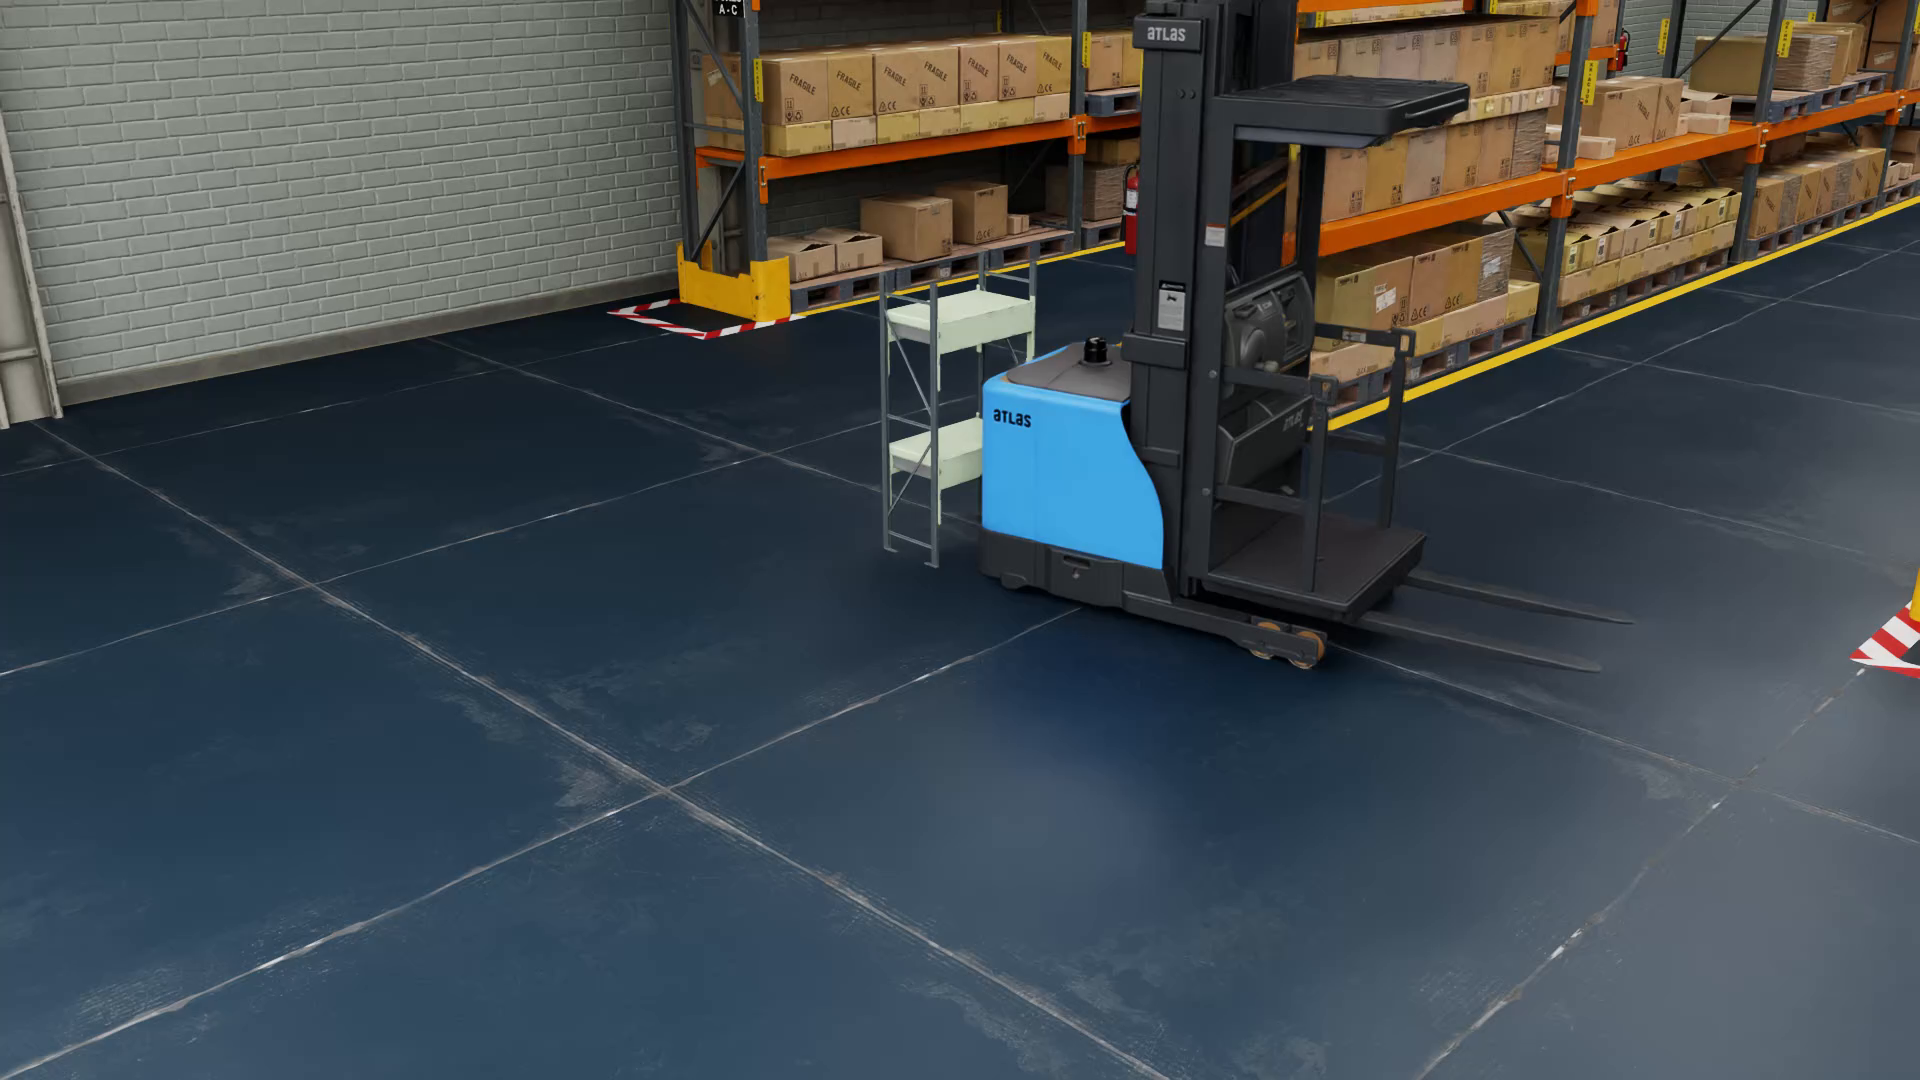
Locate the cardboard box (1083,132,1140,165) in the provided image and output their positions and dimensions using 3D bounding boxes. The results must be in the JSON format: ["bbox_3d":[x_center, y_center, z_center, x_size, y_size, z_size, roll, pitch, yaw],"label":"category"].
[{"bbox_3d":[1.612,-4.089,17.358,0.500,0.250,0.500,19,28,40],"label":"cardboard box"}]

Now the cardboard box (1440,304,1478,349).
[{"bbox_3d":[3.497,-1.635,12.394,0.500,0.250,0.500,19,28,41],"label":"cardboard box"}]

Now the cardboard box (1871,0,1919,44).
[{"bbox_3d":[10.469,-5.775,18.385,0.500,0.500,0.500,-19,28,-41],"label":"cardboard box"}]

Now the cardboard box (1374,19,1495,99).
[{"bbox_3d":[3.351,-3.432,11.876,0.700,0.500,0.500,19,28,41],"label":"cardboard box"}]

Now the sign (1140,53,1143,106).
[{"bbox_3d":[1.188,-2.917,10.538,0.100,0.325,0.005,19,28,41],"label":"sign"}]

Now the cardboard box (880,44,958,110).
[{"bbox_3d":[-0.368,-4.093,14.679,0.500,0.500,0.500,-19,28,-40],"label":"cardboard box"}]

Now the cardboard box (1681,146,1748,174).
[{"bbox_3d":[7.669,-3.886,16.829,0.500,0.250,0.500,-19,28,-40],"label":"cardboard box"}]

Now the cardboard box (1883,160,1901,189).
[{"bbox_3d":[10.386,-4.215,18.994,0.500,0.311,0.500,19,28,41],"label":"cardboard box"}]

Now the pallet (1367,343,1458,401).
[{"bbox_3d":[2.922,-1.344,12.276,1.003,0.211,1.213,19,28,41],"label":"pallet"}]

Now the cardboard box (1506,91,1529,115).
[{"bbox_3d":[3.967,-3.249,12.304,0.380,0.149,0.250,18,28,39],"label":"cardboard box"}]

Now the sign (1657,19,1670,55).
[{"bbox_3d":[6.753,-4.819,15.929,0.100,0.325,0.005,19,28,41],"label":"sign"}]

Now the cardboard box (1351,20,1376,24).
[{"bbox_3d":[4.491,-5.809,19.426,0.500,0.500,0.500,-19,28,-40],"label":"cardboard box"}]

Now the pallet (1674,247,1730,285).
[{"bbox_3d":[6.546,-2.679,15.751,1.003,0.211,1.213,19,28,41],"label":"pallet"}]

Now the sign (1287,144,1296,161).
[{"bbox_3d":[1.961,-2.427,9.890,0.100,0.325,0.005,19,28,41],"label":"sign"}]

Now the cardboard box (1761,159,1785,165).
[{"bbox_3d":[8.355,-3.790,17.624,0.500,0.500,0.500,18,27,39],"label":"cardboard box"}]

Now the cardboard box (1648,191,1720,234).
[{"bbox_3d":[6.601,-3.025,15.230,0.500,0.311,0.500,19,28,40],"label":"cardboard box"}]

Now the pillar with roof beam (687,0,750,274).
[{"bbox_3d":[0.968,-5.484,10.800,9.100,9.000,0.400,19,28,41],"label":"pillar with roof beam"}]

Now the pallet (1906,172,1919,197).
[{"bbox_3d":[11.269,-4.400,20.230,1.003,0.211,1.213,19,28,41],"label":"pallet"}]

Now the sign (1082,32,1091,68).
[{"bbox_3d":[1.200,-4.663,15.820,0.100,0.325,0.005,19,28,41],"label":"sign"}]

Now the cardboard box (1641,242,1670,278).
[{"bbox_3d":[5.889,-2.504,14.656,0.500,0.250,0.500,-20,28,-41],"label":"cardboard box"}]

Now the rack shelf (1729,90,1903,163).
[{"bbox_3d":[8.543,-4.361,17.242,1.077,0.370,4.000,19,28,41],"label":"rack shelf"}]

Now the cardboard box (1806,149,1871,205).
[{"bbox_3d":[9.449,-3.926,17.978,0.500,0.500,0.500,19,28,41],"label":"cardboard box"}]

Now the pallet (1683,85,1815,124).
[{"bbox_3d":[7.571,-4.285,16.309,1.213,0.211,1.003,19,28,41],"label":"pallet"}]

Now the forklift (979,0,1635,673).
[{"bbox_3d":[1.608,-1.001,7.594,3.031,2.935,1.130,13,25,31],"label":"forklift"}]

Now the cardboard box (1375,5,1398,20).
[{"bbox_3d":[4.818,-6.286,19.622,0.500,0.250,0.500,20,28,41],"label":"cardboard box"}]

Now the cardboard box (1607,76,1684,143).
[{"bbox_3d":[5.989,-3.794,14.625,0.500,0.500,0.500,17,27,38],"label":"cardboard box"}]

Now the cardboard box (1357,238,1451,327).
[{"bbox_3d":[3.149,-1.856,11.924,0.500,0.500,0.500,19,28,41],"label":"cardboard box"}]

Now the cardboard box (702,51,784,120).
[{"bbox_3d":[-1.808,-3.829,13.991,0.500,0.500,0.500,19,28,40],"label":"cardboard box"}]

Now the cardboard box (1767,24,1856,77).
[{"bbox_3d":[9.013,-5.195,17.685,0.500,0.500,0.700,-15,26,-34],"label":"cardboard box"}]

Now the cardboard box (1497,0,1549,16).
[{"bbox_3d":[7.290,-6.911,22.457,0.980,0.700,0.700,18,28,39],"label":"cardboard box"}]

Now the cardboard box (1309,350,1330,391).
[{"bbox_3d":[2.101,-1.121,11.057,0.500,0.250,0.500,19,28,41],"label":"cardboard box"}]

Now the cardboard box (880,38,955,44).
[{"bbox_3d":[-0.387,-4.355,15.361,0.500,0.500,0.500,-19,28,-41],"label":"cardboard box"}]

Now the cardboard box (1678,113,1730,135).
[{"bbox_3d":[6.719,-3.765,15.039,0.380,0.149,0.250,19,28,41],"label":"cardboard box"}]

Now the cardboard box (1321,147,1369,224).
[{"bbox_3d":[2.265,-2.426,11.066,0.500,0.500,0.700,-19,28,-41],"label":"cardboard box"}]

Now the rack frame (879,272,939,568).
[{"bbox_3d":[-0.260,-0.604,8.556,0.400,1.500,0.023,19,28,41],"label":"rack frame"}]

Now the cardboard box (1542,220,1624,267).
[{"bbox_3d":[5.177,-2.500,13.863,0.500,0.311,0.500,19,28,40],"label":"cardboard box"}]

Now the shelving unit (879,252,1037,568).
[{"bbox_3d":[-0.005,-0.698,8.801,0.431,1.500,0.755,19,28,41],"label":"shelving unit"}]

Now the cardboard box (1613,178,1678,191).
[{"bbox_3d":[6.572,-3.296,15.934,0.500,0.311,0.500,-19,28,-40],"label":"cardboard box"}]

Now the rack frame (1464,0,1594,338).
[{"bbox_3d":[4.358,-3.154,13.100,1.000,3.000,0.127,19,28,41],"label":"rack frame"}]

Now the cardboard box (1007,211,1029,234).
[{"bbox_3d":[0.454,-3.131,16.376,0.380,0.166,0.250,15,26,34],"label":"cardboard box"}]

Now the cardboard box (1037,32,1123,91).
[{"bbox_3d":[1.185,-4.768,16.545,0.700,0.500,0.500,19,28,41],"label":"cardboard box"}]

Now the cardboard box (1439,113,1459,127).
[{"bbox_3d":[3.251,-2.985,11.617,0.250,0.149,0.380,-19,28,-40],"label":"cardboard box"}]

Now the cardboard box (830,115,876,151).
[{"bbox_3d":[-1.065,-3.487,14.148,0.500,0.250,0.500,18,28,39],"label":"cardboard box"}]

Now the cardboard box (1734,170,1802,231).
[{"bbox_3d":[8.032,-3.403,16.617,0.500,0.500,0.500,18,27,39],"label":"cardboard box"}]

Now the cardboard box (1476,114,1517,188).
[{"bbox_3d":[3.689,-2.948,12.425,0.700,0.500,0.500,19,28,40],"label":"cardboard box"}]

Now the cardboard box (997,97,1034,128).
[{"bbox_3d":[0.339,-4.009,15.505,0.500,0.250,0.500,19,28,41],"label":"cardboard box"}]

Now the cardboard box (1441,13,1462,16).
[{"bbox_3d":[5.896,-6.329,20.779,0.500,0.500,0.500,20,28,41],"label":"cardboard box"}]

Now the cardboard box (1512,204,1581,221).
[{"bbox_3d":[5.143,-2.768,14.560,0.500,0.311,0.500,19,28,40],"label":"cardboard box"}]

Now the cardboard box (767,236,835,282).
[{"bbox_3d":[-1.437,-2.471,14.456,0.500,0.311,0.500,15,26,35],"label":"cardboard box"}]

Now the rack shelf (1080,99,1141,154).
[{"bbox_3d":[2.201,-4.572,17.790,1.077,0.370,4.000,19,28,41],"label":"rack shelf"}]

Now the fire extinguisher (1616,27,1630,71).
[{"bbox_3d":[9.613,-7.191,24.230,0.296,0.674,0.183,19,28,41],"label":"fire extinguisher"}]

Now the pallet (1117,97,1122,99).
[{"bbox_3d":[2.245,-4.813,17.683,1.003,0.211,1.213,19,28,41],"label":"pallet"}]

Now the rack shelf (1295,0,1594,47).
[{"bbox_3d":[2.962,-3.705,11.354,1.077,0.370,4.000,19,28,41],"label":"rack shelf"}]

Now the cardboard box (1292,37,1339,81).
[{"bbox_3d":[1.939,-2.909,10.514,0.700,0.500,0.500,19,28,41],"label":"cardboard box"}]

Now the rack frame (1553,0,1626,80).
[{"bbox_3d":[9.177,-7.478,24.349,1.000,3.000,0.127,19,28,41],"label":"rack frame"}]

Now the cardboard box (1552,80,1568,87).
[{"bbox_3d":[8.624,-6.460,23.697,0.250,0.149,0.380,-19,28,-41],"label":"cardboard box"}]
